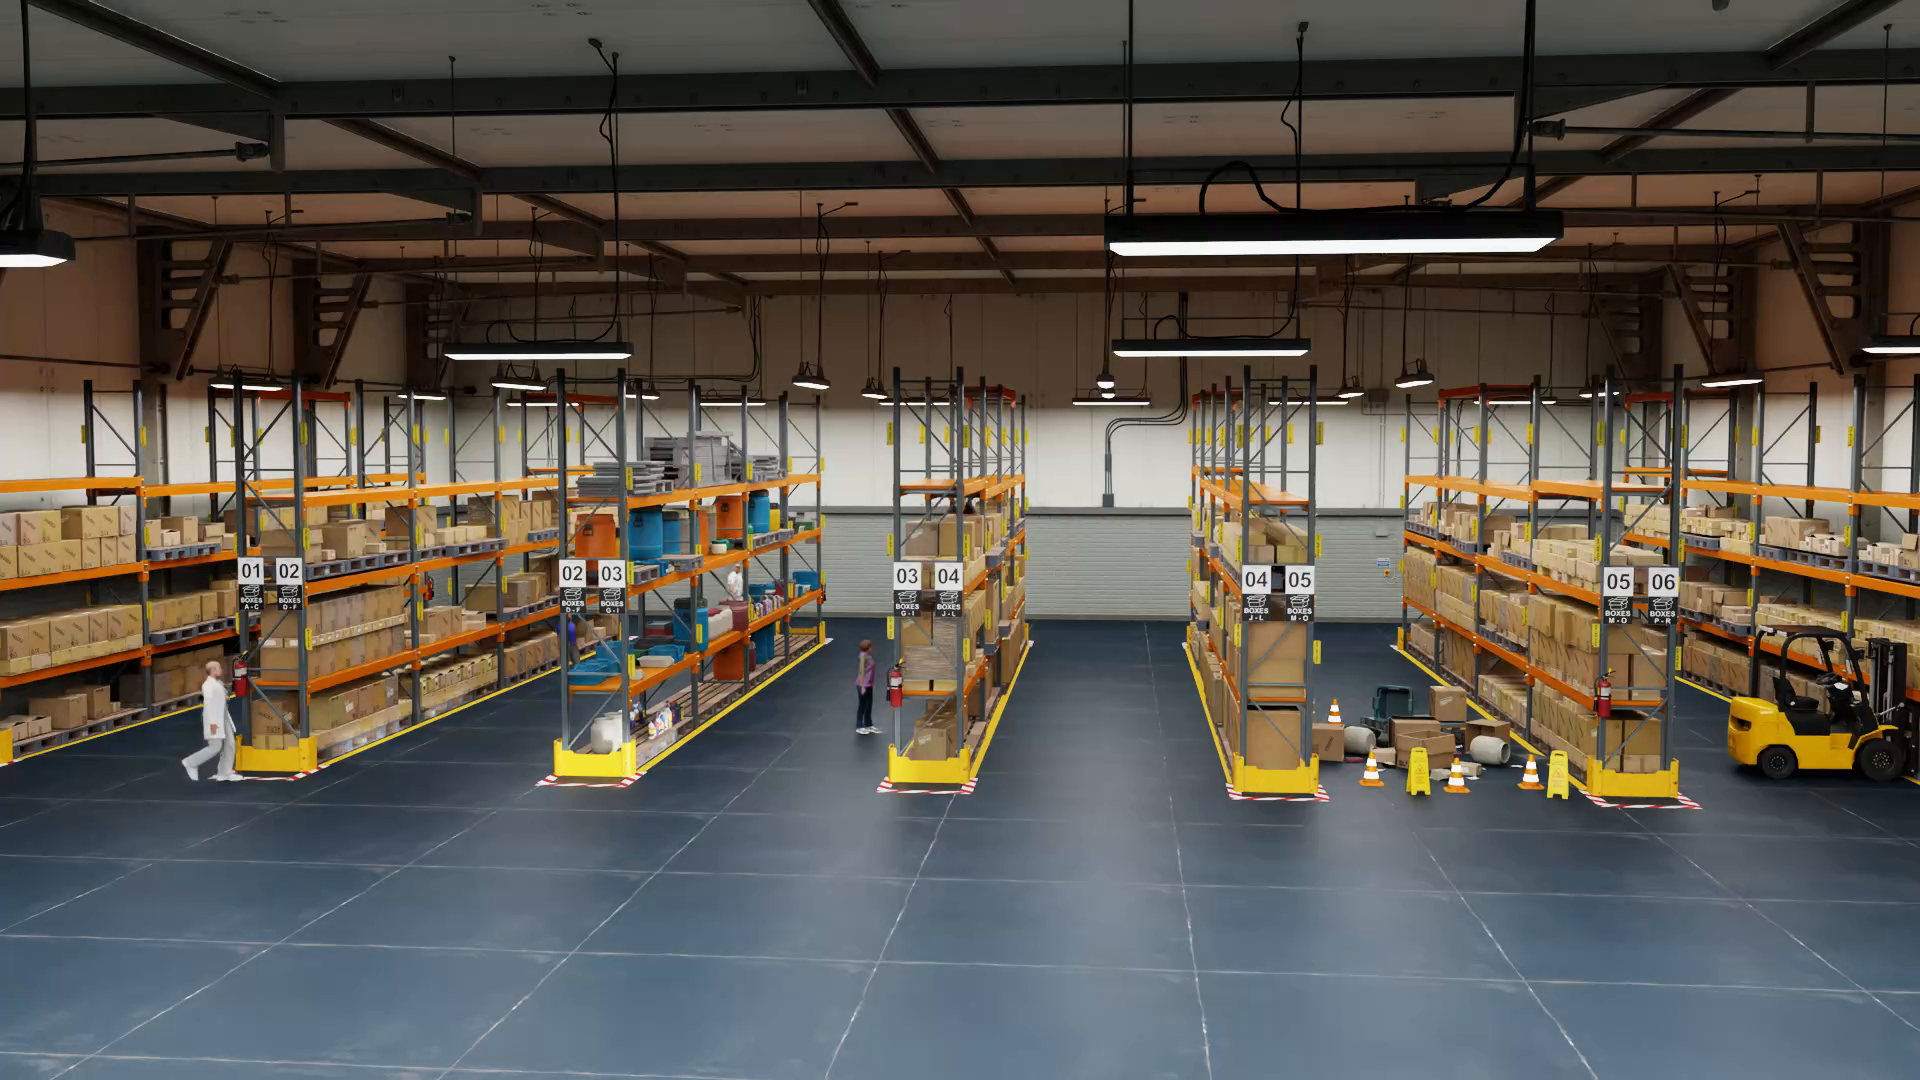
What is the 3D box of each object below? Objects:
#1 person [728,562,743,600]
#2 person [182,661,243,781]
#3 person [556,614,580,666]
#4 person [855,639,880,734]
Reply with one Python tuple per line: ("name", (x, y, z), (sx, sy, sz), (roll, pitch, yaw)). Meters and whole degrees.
("person", (-5.817, 1.431, 43.665), (1.017, 1.726, 0.669), (1, 4, 19))
("person", (-10.796, 2.618, 24.004), (0.782, 1.749, 0.609), (1, 4, 8))
("person", (-7.656, 2.190, 32.506), (0.461, 1.702, 0.441), (-2, 4, -27))
("person", (-1.576, 2.464, 27.994), (0.379, 1.611, 0.432), (1, 4, 14))
